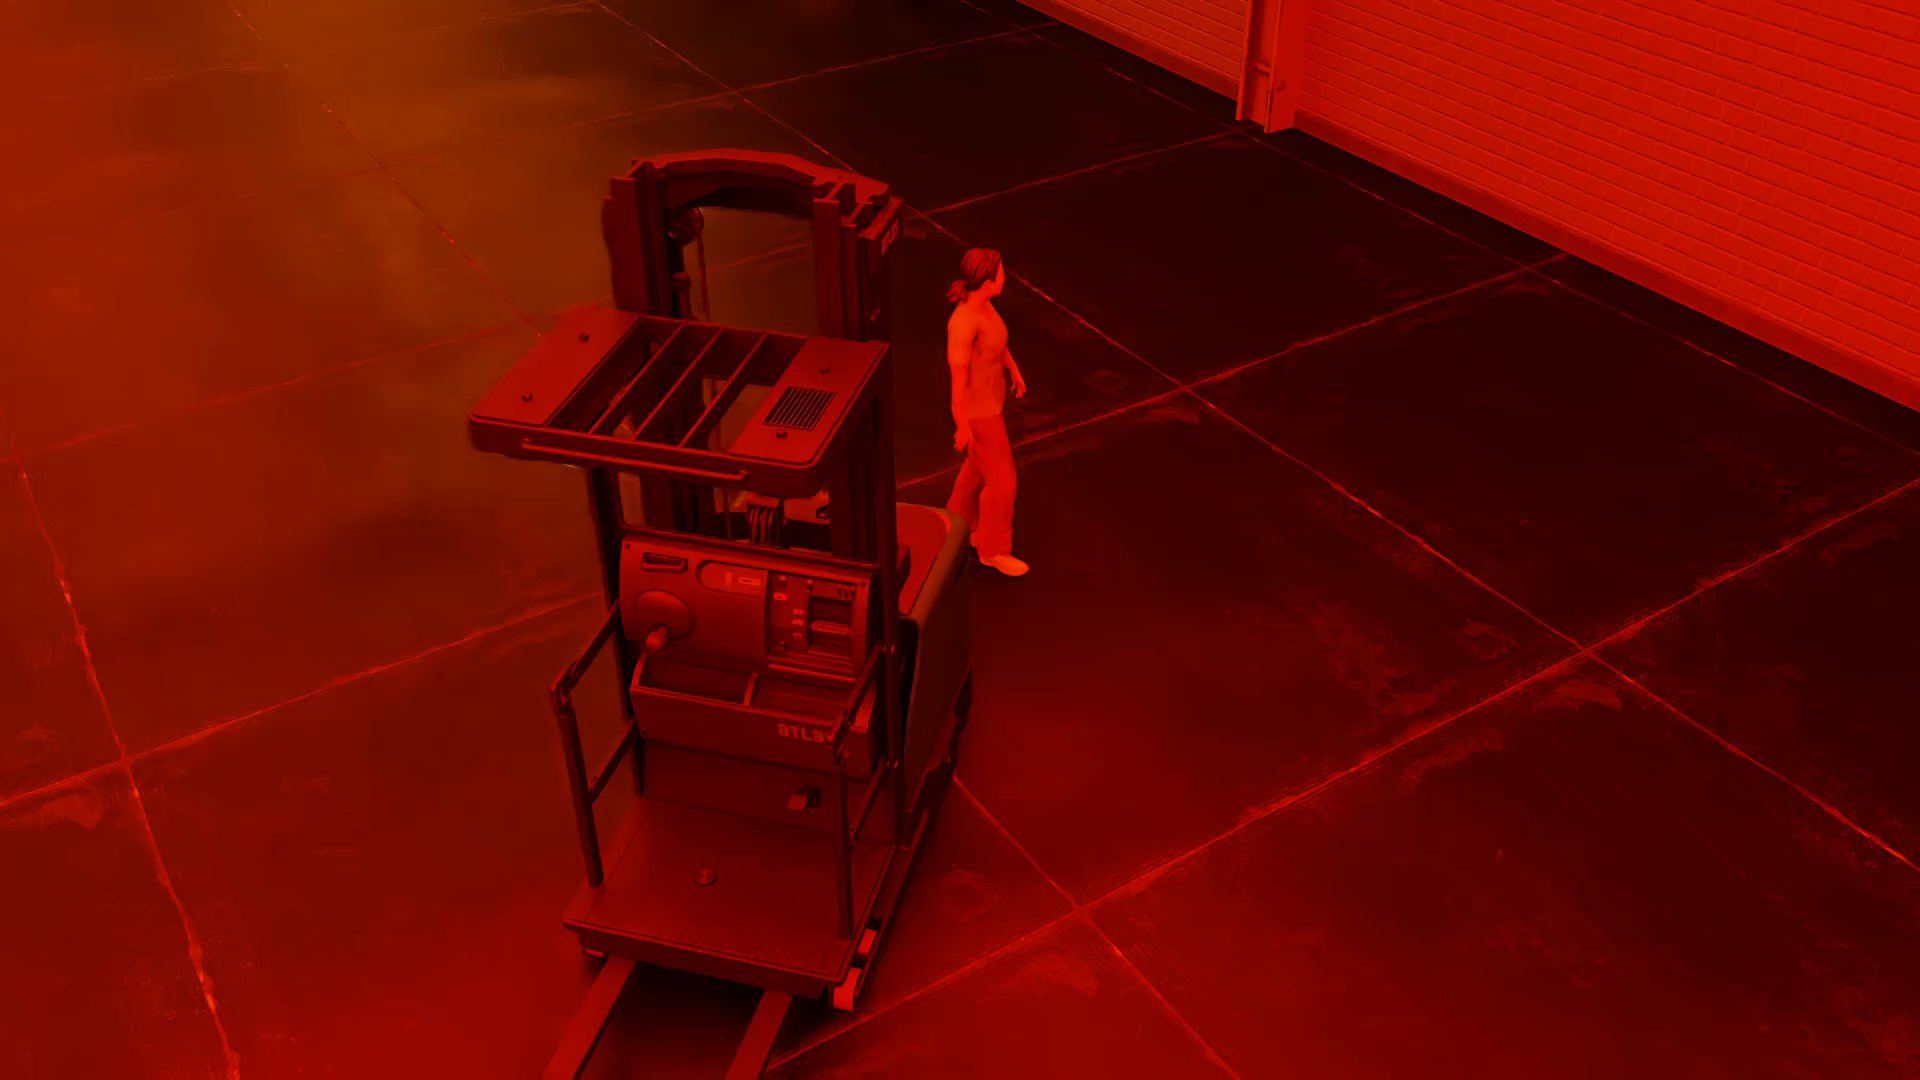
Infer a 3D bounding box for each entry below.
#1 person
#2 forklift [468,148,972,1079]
[{"bbox_3d":[0.142,-0.657,8.201,0.488,1.655,0.616,4,35,6],"label":"person"},{"bbox_3d":[-0.819,0.306,5.713,1.130,2.935,3.031,9,36,12],"label":"forklift"}]
